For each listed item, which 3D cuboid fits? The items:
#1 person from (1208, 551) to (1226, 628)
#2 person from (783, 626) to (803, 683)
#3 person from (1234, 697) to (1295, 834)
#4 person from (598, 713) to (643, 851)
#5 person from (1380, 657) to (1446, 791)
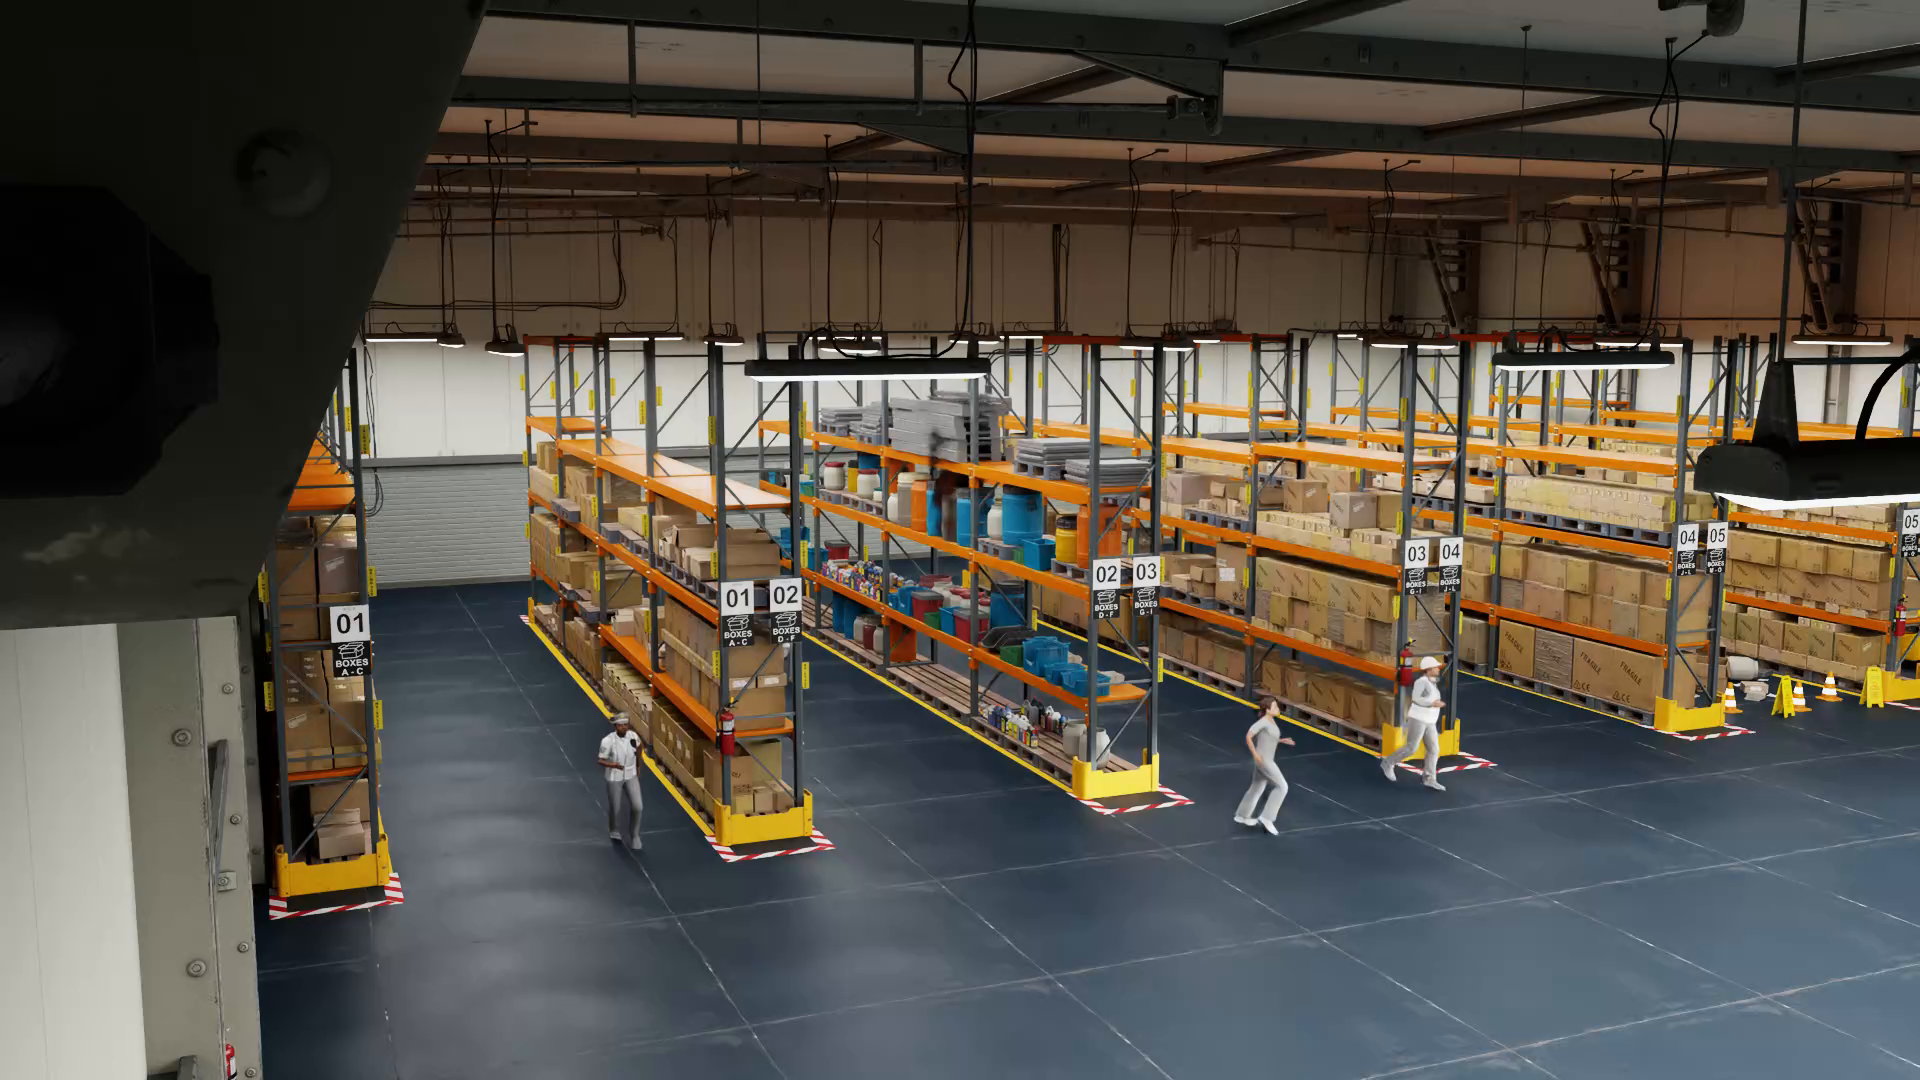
[{"bbox_3d":[5.314,1.006,34.217,0.490,1.625,0.711,-4,9,-29],"label":"person"},{"bbox_3d":[-3.015,1.615,28.949,0.711,1.779,0.959,-4,9,-30],"label":"person"},{"bbox_3d":[3.779,2.776,20.627,0.726,1.699,0.561,2,8,13],"label":"person"},{"bbox_3d":[-4.052,2.877,19.944,0.593,1.704,0.790,-4,8,-25],"label":"person"},{"bbox_3d":[6.305,2.459,22.683,0.923,1.750,0.681,7,10,40],"label":"person"}]
